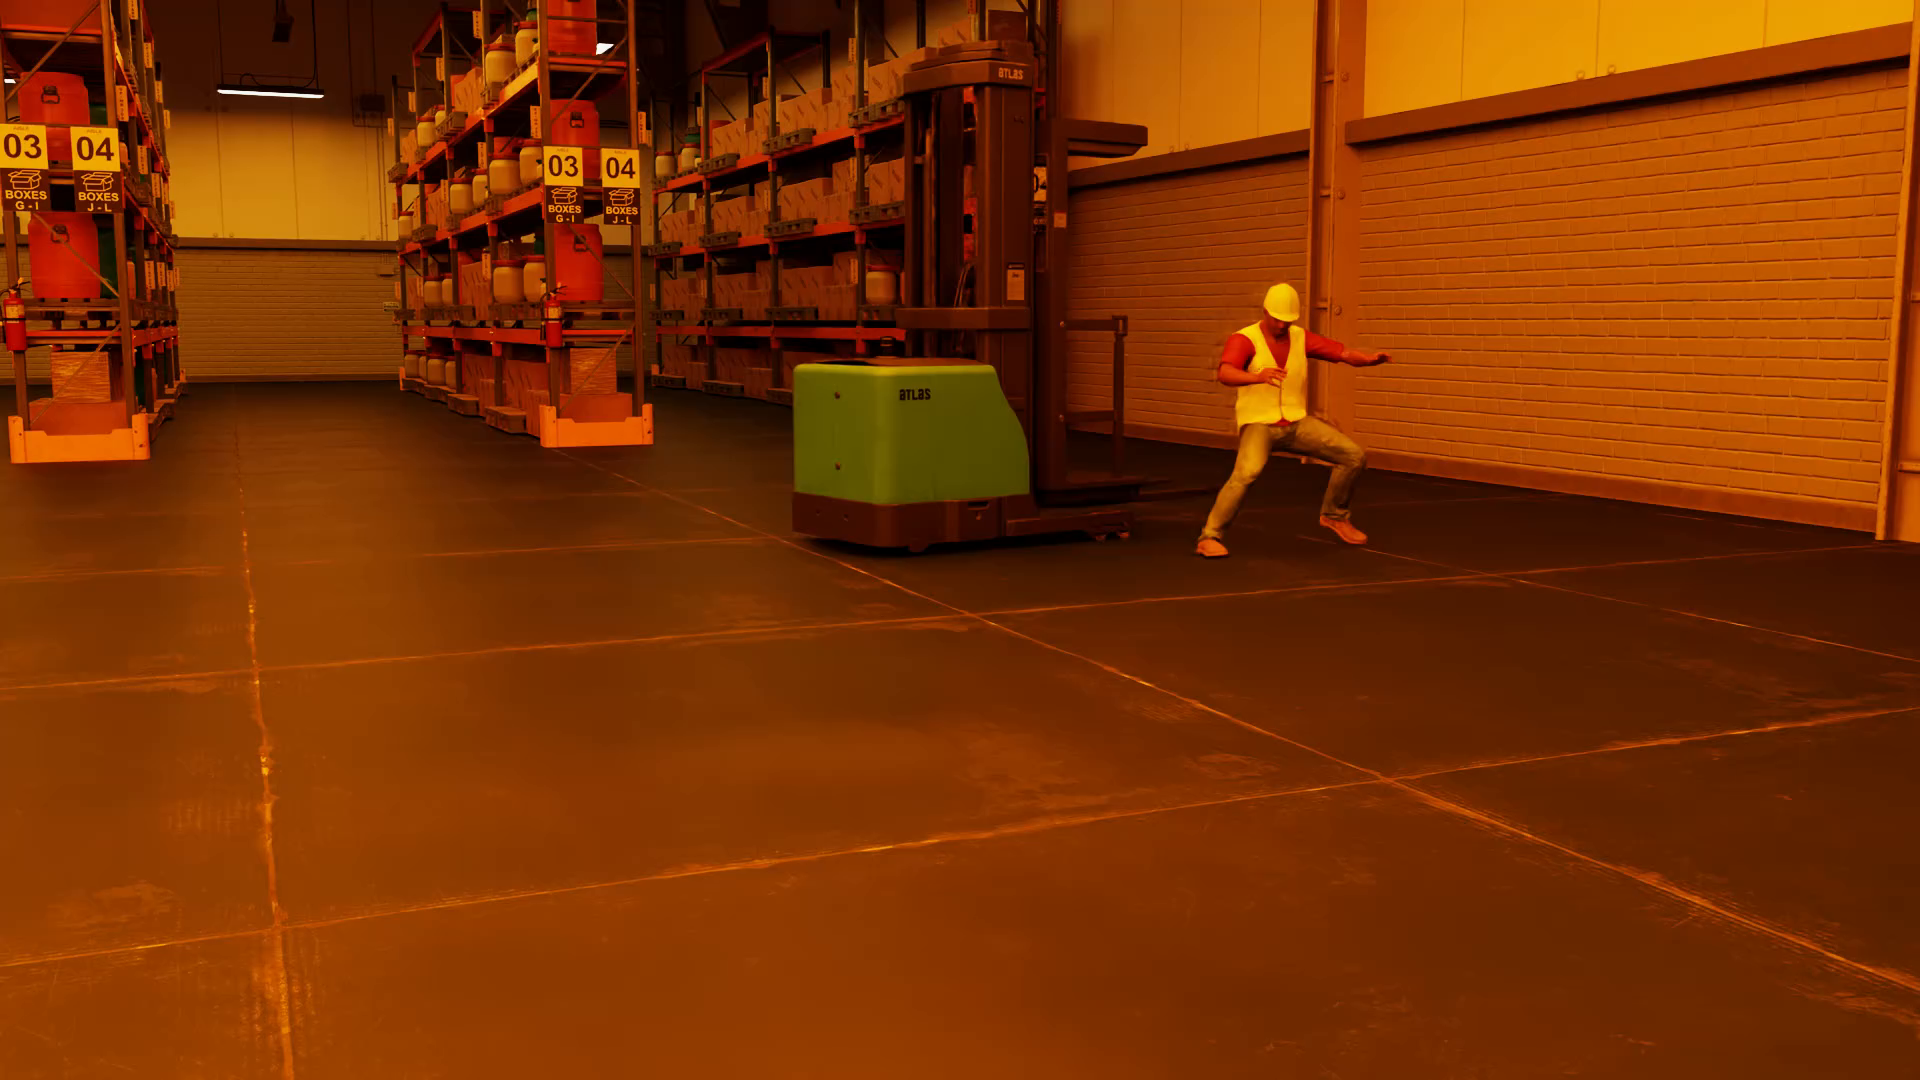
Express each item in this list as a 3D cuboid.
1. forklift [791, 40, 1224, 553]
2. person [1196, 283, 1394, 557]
[{"bbox_3d":[0.465,-1.508,10.376,3.031,2.935,1.130,-6,9,-37],"label":"forklift"},{"bbox_3d":[1.884,-0.704,9.583,1.129,1.539,0.720,-2,8,-13],"label":"person"}]
